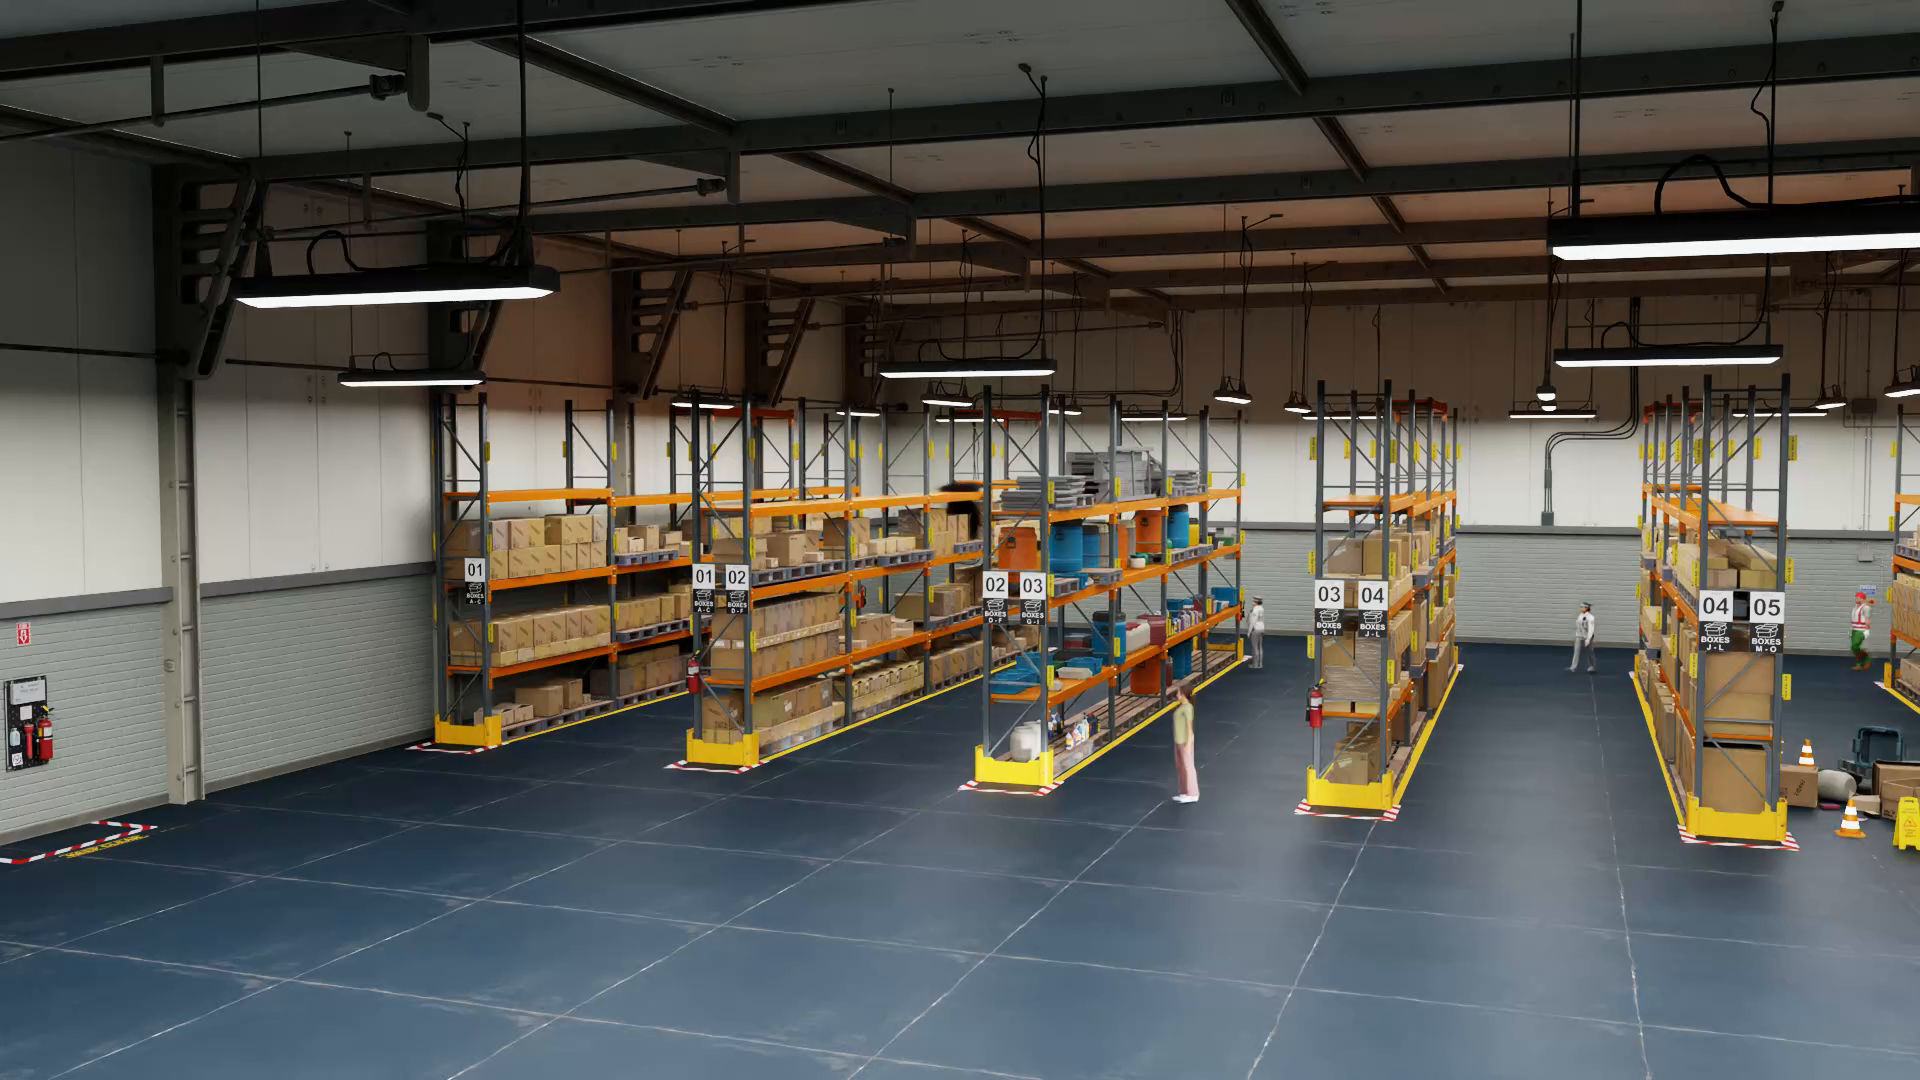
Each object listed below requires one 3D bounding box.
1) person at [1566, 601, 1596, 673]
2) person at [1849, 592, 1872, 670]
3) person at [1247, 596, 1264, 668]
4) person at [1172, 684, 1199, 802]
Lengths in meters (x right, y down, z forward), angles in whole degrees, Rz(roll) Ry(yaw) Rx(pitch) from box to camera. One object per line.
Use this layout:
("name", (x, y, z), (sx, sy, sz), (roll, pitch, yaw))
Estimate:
("person", (14.034, 2.177, 37.332), (0.449, 1.611, 1.073), (3, 4, 43))
("person", (20.459, 2.073, 37.871), (0.449, 1.781, 0.565), (0, 3, 1))
("person", (6.806, 2.120, 38.292), (0.363, 1.685, 0.491), (2, 4, 33))
("person", (3.213, 2.912, 23.739), (0.368, 1.706, 0.568), (-1, 3, -13))
